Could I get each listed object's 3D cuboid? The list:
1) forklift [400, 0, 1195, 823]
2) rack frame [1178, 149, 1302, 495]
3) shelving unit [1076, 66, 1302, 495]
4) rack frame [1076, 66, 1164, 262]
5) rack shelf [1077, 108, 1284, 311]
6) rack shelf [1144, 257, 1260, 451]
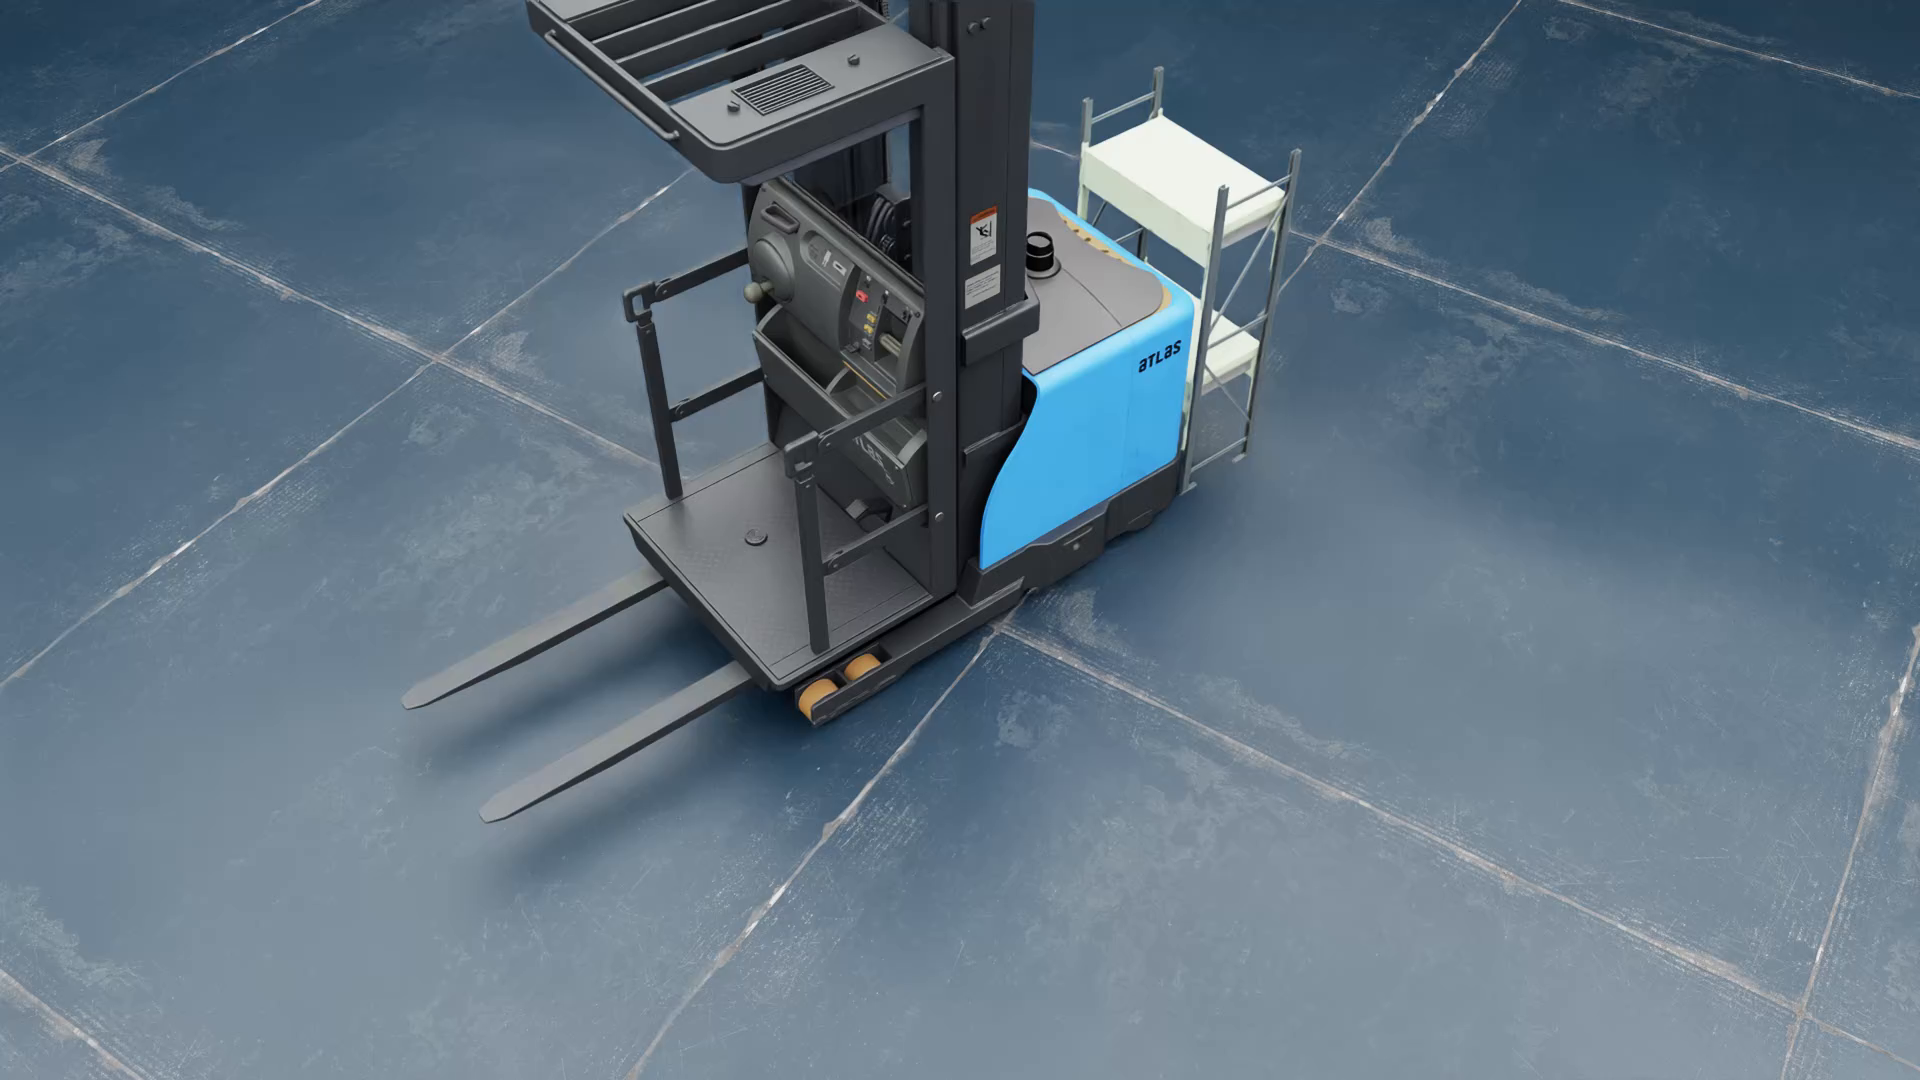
[{"bbox_3d":[-0.589,-0.781,5.465,3.031,2.935,1.130,-29,53,-25],"label":"forklift"},{"bbox_3d":[1.076,-0.805,6.486,0.400,1.500,0.023,-29,53,-25],"label":"rack frame"},{"bbox_3d":[0.851,-1.012,6.687,0.431,1.500,0.755,-29,53,-25],"label":"shelving unit"},{"bbox_3d":[0.625,-1.219,6.889,0.400,1.500,0.023,-29,53,-25],"label":"rack frame"},{"bbox_3d":[0.851,-1.284,6.408,0.431,0.370,0.720,-29,53,-25],"label":"rack shelf"},{"bbox_3d":[0.851,-0.785,6.921,0.431,0.370,0.720,-29,53,-25],"label":"rack shelf"}]
